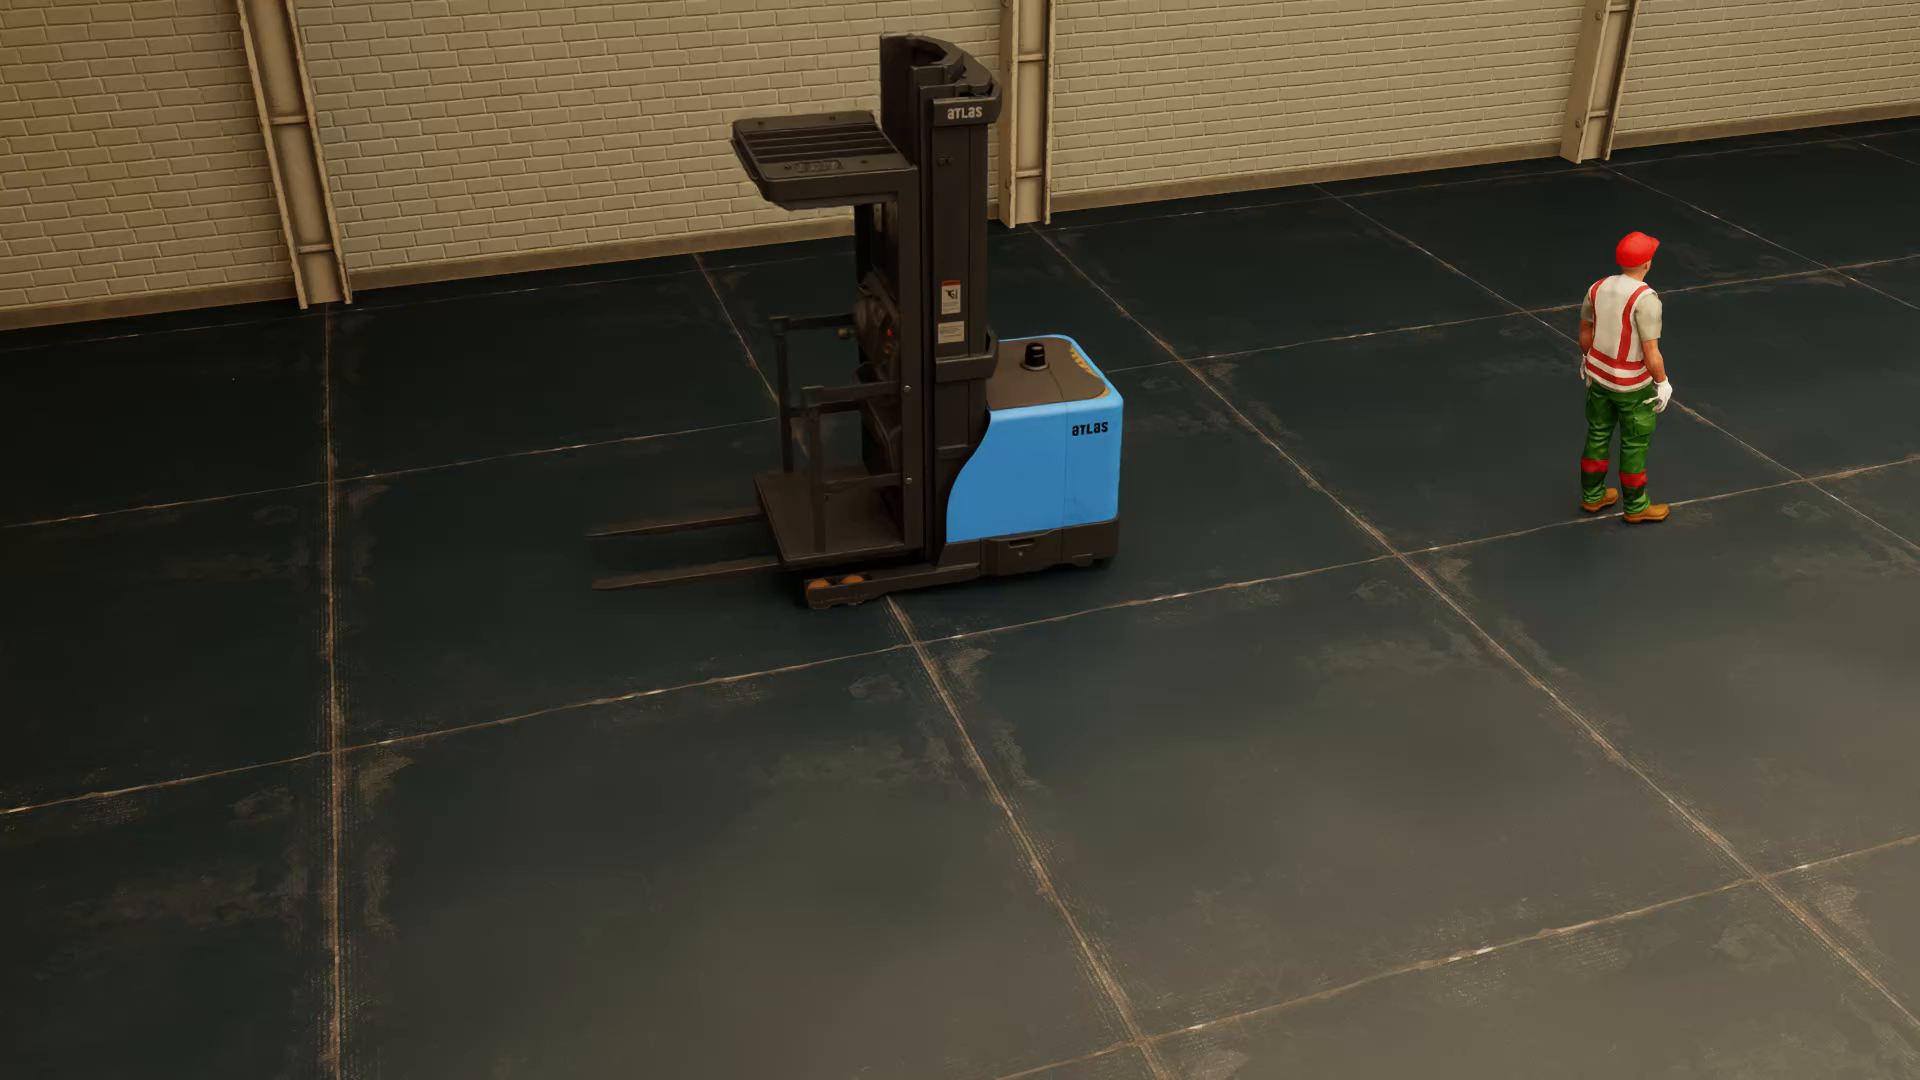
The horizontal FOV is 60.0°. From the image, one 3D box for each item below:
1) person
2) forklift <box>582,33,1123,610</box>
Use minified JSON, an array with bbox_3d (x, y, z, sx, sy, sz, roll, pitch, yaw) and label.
[{"bbox_3d":[4.003,-0.983,9.926,0.564,1.787,0.637,-14,33,-23],"label":"person"},{"bbox_3d":[-0.648,-1.170,9.120,3.031,2.935,1.130,-8,31,-13],"label":"forklift"}]
